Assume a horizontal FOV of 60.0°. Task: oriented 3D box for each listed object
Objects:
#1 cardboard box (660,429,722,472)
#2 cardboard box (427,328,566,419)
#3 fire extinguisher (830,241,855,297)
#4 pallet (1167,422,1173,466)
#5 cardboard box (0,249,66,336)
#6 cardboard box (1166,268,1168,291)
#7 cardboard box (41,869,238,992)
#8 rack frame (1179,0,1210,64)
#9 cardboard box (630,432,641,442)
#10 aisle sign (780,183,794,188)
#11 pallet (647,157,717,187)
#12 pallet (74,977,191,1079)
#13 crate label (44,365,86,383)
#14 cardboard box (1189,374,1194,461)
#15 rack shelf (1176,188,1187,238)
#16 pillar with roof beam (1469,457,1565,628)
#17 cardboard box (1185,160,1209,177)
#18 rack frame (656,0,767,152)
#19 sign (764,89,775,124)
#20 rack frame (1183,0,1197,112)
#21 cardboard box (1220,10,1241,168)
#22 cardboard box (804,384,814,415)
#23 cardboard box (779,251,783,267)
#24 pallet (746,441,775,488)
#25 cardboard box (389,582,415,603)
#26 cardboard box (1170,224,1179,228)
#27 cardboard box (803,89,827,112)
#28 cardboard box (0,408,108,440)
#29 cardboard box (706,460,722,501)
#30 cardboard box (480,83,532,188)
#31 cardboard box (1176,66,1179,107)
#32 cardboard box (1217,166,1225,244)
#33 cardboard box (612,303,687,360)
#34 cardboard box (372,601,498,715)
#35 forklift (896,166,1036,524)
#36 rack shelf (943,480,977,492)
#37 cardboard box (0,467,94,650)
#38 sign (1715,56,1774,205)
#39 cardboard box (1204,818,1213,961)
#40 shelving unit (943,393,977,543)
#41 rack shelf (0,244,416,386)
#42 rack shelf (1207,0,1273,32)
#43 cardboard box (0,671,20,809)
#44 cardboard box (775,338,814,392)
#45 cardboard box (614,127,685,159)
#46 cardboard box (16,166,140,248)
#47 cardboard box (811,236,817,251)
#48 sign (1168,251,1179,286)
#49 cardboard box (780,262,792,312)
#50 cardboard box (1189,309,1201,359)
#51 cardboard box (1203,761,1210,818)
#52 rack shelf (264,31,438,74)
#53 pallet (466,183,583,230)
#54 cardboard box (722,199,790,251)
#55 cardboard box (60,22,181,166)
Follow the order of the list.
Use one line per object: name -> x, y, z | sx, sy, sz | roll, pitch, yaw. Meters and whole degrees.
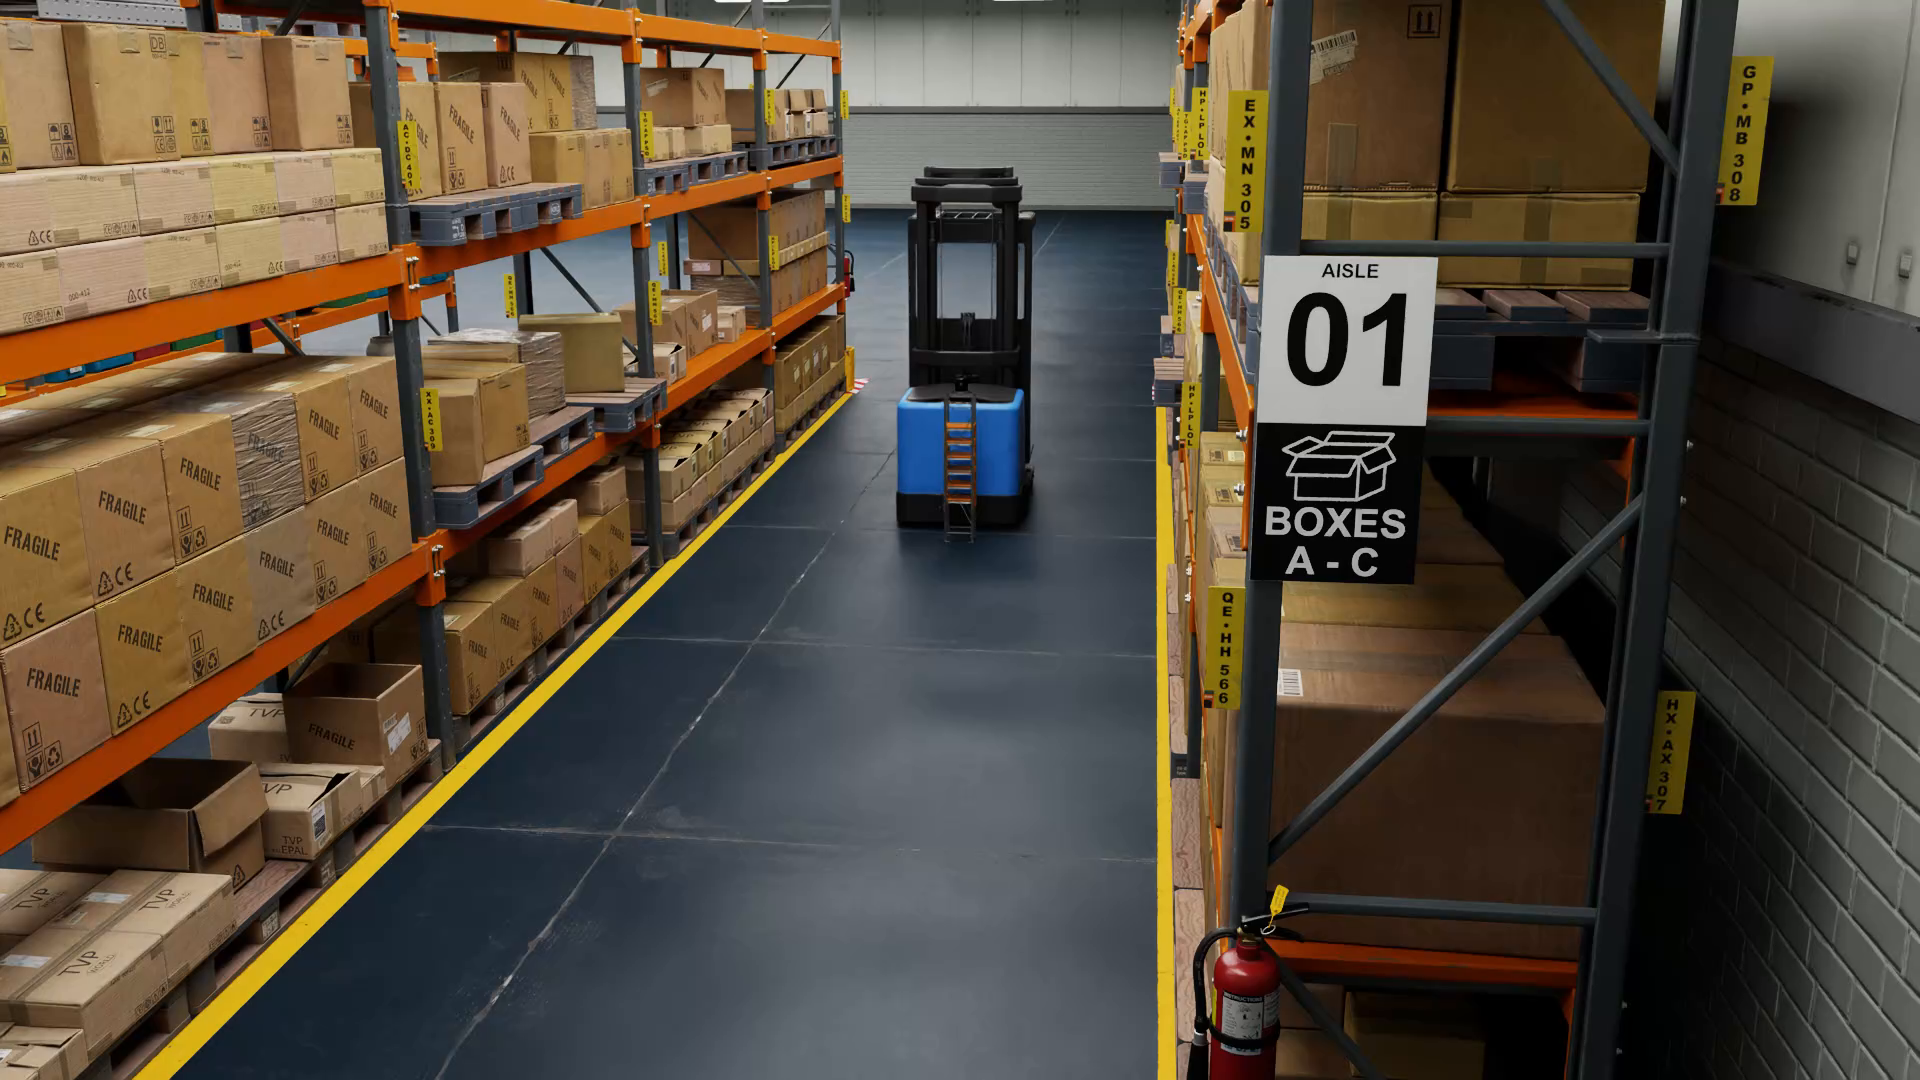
cardboard box -> -2.345, -0.793, 14.238 | 0.500, 0.311, 0.500 | 1, 15, 5
cardboard box -> -3.059, -1.104, 11.002 | 0.700, 0.500, 0.500 | 5, 16, 17
fire extinguisher -> -1.429, -3.306, 20.289 | 0.296, 0.674, 0.183 | 2, 15, 6
pallet -> 2.607, -0.973, 16.856 | 1.003, 0.211, 1.213 | 2, 15, 6
cardboard box -> -3.330, -0.807, 5.441 | 0.500, 0.250, 0.500 | 2, 15, 6
cardboard box -> 2.648, -3.001, 19.264 | 0.500, 0.250, 0.500 | 1, 15, 5
cardboard box -> -3.254, 1.547, 6.621 | 0.500, 0.250, 0.500 | 2, 15, 6
rack frame -> 3.018, -6.077, 18.897 | 1.000, 3.000, 0.127 | 2, 15, 6
cardboard box -> -2.881, -0.806, 14.286 | 0.500, 0.311, 0.500 | 2, 15, 6
aisle sign -> -2.201, -4.607, 19.973 | 0.394, 0.787, 0.004 | 2, 15, 6
pallet -> -2.696, -3.077, 13.910 | 1.003, 0.211, 1.213 | 2, 15, 9
pallet -> -3.612, 1.943, 6.071 | 1.003, 0.211, 1.213 | 2, 15, 6
crate label -> -7.308, -1.416, 13.471 | 0.303, 0.233, 0.416 | 2, 15, 6
cardboard box -> 1.579, -0.660, 9.557 | 0.500, 0.500, 0.500 | 2, 15, 6
rack shelf -> 2.341, -2.726, 13.628 | 1.077, 0.370, 4.000 | 2, 15, 6
pillar with roof beam -> -1.833, -2.885, 7.090 | 9.100, 9.000, 0.400 | 2, 15, 6
cardboard box -> 1.928, -2.716, 12.344 | 0.500, 0.311, 0.500 | 2, 15, 6
rack frame -> -2.356, -5.185, 15.596 | 1.000, 3.000, 0.127 | 2, 15, 6
sign -> -1.815, -4.125, 15.830 | 0.100, 0.325, 0.005 | 2, 15, 6
rack frame -> 2.567, -5.040, 15.060 | 1.000, 3.000, 0.127 | 2, 15, 6
cardboard box -> 1.142, -1.483, 5.508 | 0.500, 0.500, 0.500 | 1, 15, 4
cardboard box -> -1.879, -1.534, 18.053 | 0.500, 0.250, 0.500 | 2, 15, 6
cardboard box -> -2.049, -2.914, 17.259 | 0.380, 0.149, 0.250 | 2, 15, 6
pallet -> -2.400, -0.750, 16.033 | 1.003, 0.211, 1.213 | 2, 15, 6
cardboard box -> -3.423, 0.516, 9.953 | 0.500, 0.500, 0.500 | 2, 15, 6
cardboard box -> 2.666, -3.365, 19.174 | 0.500, 0.500, 0.500 | 2, 15, 6
cardboard box -> -1.973, -4.945, 19.187 | 0.797, 0.503, 0.637 | 3, 15, 10
cardboard box -> -3.765, -0.230, 6.658 | 0.500, 0.500, 0.500 | 2, 15, 8
cardboard box -> -2.348, -0.519, 14.299 | 0.500, 0.250, 0.500 | 1, 15, 5
cardboard box -> -2.981, -2.436, 9.989 | 0.600, 0.600, 0.600 | 1, 15, 4
cardboard box -> 2.454, -4.548, 16.845 | 0.500, 0.500, 0.500 | 1, 15, 4
cardboard box -> 1.143, -1.126, 5.624 | 0.500, 0.250, 0.500 | 1, 15, 5
cardboard box -> -2.634, -1.735, 14.141 | 0.500, 0.500, 0.500 | 1, 15, 3
cardboard box -> -2.962, 0.662, 9.413 | 0.500, 0.500, 0.500 | 1, 15, 4
forklift -> 0.112, -1.884, 15.016 | 1.130, 2.935, 3.031 | 1, 15, 5
rack shelf -> 0.002, -0.424, 13.562 | 0.258, 0.103, 0.180 | 2, 15, 6
cardboard box -> -3.346, 0.050, 5.625 | 0.500, 0.500, 0.500 | 2, 15, 7
sign -> 1.763, -0.922, 3.751 | 0.100, 0.325, 0.005 | 2, 15, 6
cardboard box -> 1.358, 1.389, 6.762 | 0.700, 0.500, 0.500 | 2, 15, 8
shelving unit -> 0.002, -0.583, 13.519 | 0.258, 1.200, 0.189 | 2, 15, 6
rack shelf -> -3.484, -0.796, 6.490 | 1.077, 0.370, 4.000 | 2, 15, 6
rack shelf -> 1.438, -1.906, 5.615 | 1.077, 0.370, 4.000 | 2, 15, 6
cardboard box -> -3.398, 0.668, 5.253 | 0.500, 0.500, 0.500 | 2, 15, 7
cardboard box -> -1.880, -1.896, 17.956 | 0.500, 0.500, 0.500 | 2, 15, 6
cardboard box -> -2.632, -3.373, 14.126 | 0.500, 0.250, 0.500 | 0, 15, 2
cardboard box -> -3.280, -1.178, 5.856 | 0.500, 0.250, 0.500 | 2, 15, 6
cardboard box -> -1.846, -3.383, 18.994 | 0.380, 0.149, 0.250 | 2, 15, 7
sign -> 2.027, -2.576, 15.782 | 0.100, 0.325, 0.005 | 2, 15, 6
cardboard box -> -2.198, -2.719, 17.780 | 0.700, 0.500, 0.500 | 2, 15, 7
cardboard box -> 1.696, -1.290, 10.452 | 0.500, 0.250, 0.500 | 2, 15, 7
cardboard box -> 1.199, 1.032, 6.842 | 0.380, 0.149, 0.250 | 1, 15, 5
rack shelf -> -7.051, -5.310, 18.204 | 1.077, 0.370, 4.000 | 2, 15, 6
pallet -> -3.001, -2.007, 9.952 | 1.213, 0.211, 1.003 | 2, 15, 6
cardboard box -> -2.199, -3.339, 17.589 | 0.700, 0.500, 0.500 | 2, 15, 6
cardboard box -> -3.428, -1.676, 6.260 | 0.700, 0.500, 0.500 | 2, 15, 6
